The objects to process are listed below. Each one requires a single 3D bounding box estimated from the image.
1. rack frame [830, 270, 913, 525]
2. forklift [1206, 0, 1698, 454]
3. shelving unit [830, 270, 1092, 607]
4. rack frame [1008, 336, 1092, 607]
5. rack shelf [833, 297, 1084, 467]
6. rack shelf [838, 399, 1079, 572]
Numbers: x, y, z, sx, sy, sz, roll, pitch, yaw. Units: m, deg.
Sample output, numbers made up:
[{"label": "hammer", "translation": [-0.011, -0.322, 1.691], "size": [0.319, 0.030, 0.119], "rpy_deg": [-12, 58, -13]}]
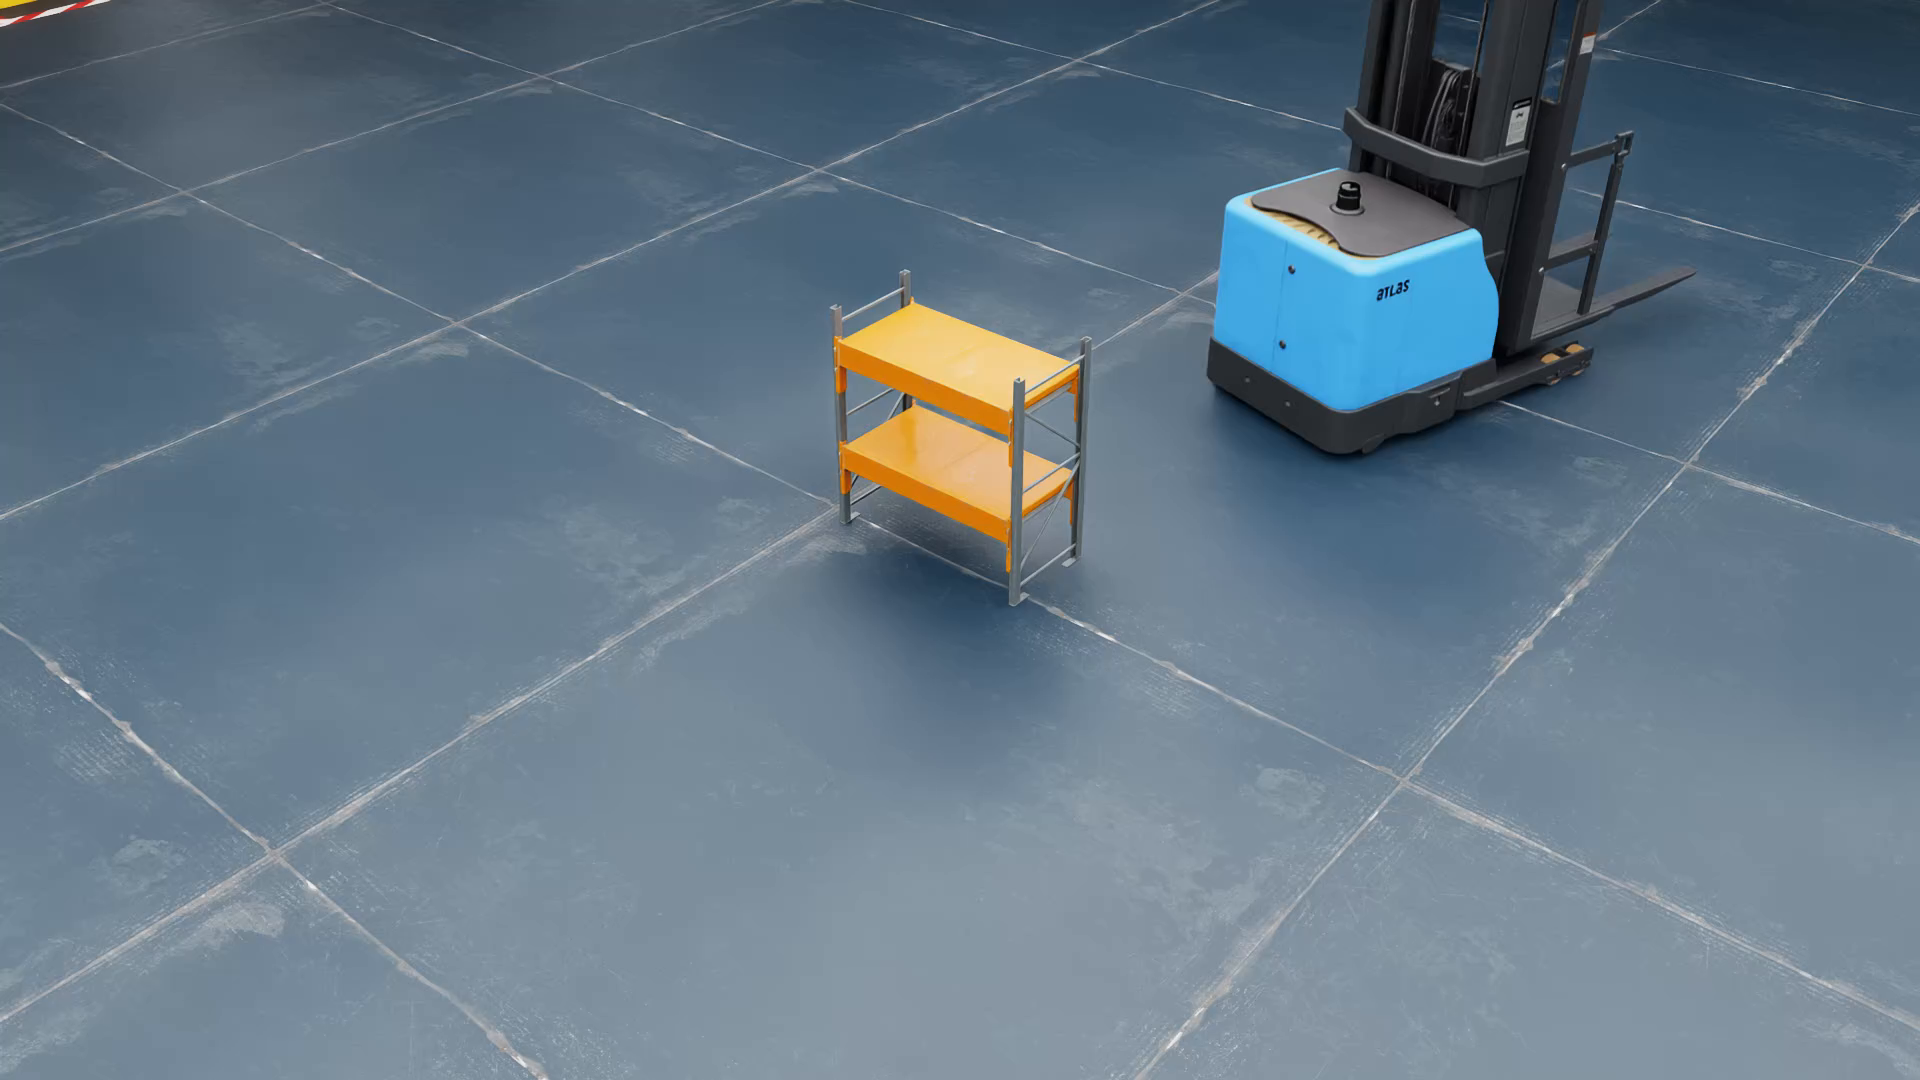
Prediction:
[{"label": "rack frame", "translation": [-0.396, -0.650, 7.703], "size": [0.032, 1.125, 0.500], "rpy_deg": [25, 42, 32]}, {"label": "forklift", "translation": [2.831, -2.272, 8.469], "size": [3.031, 2.935, 1.130], "rpy_deg": [-21, 39, -27]}, {"label": "shelving unit", "translation": [-0.005, -0.466, 7.435], "size": [1.048, 1.125, 0.538], "rpy_deg": [25, 42, 32]}, {"label": "rack frame", "translation": [0.385, -0.282, 7.167], "size": [0.032, 1.125, 0.500], "rpy_deg": [25, 42, 32]}, {"label": "rack shelf", "translation": [-0.005, -0.707, 7.269], "size": [1.000, 0.278, 0.538], "rpy_deg": [25, 42, 32]}, {"label": "rack shelf", "translation": [-0.005, -0.265, 7.574], "size": [1.000, 0.278, 0.538], "rpy_deg": [25, 42, 32]}]
